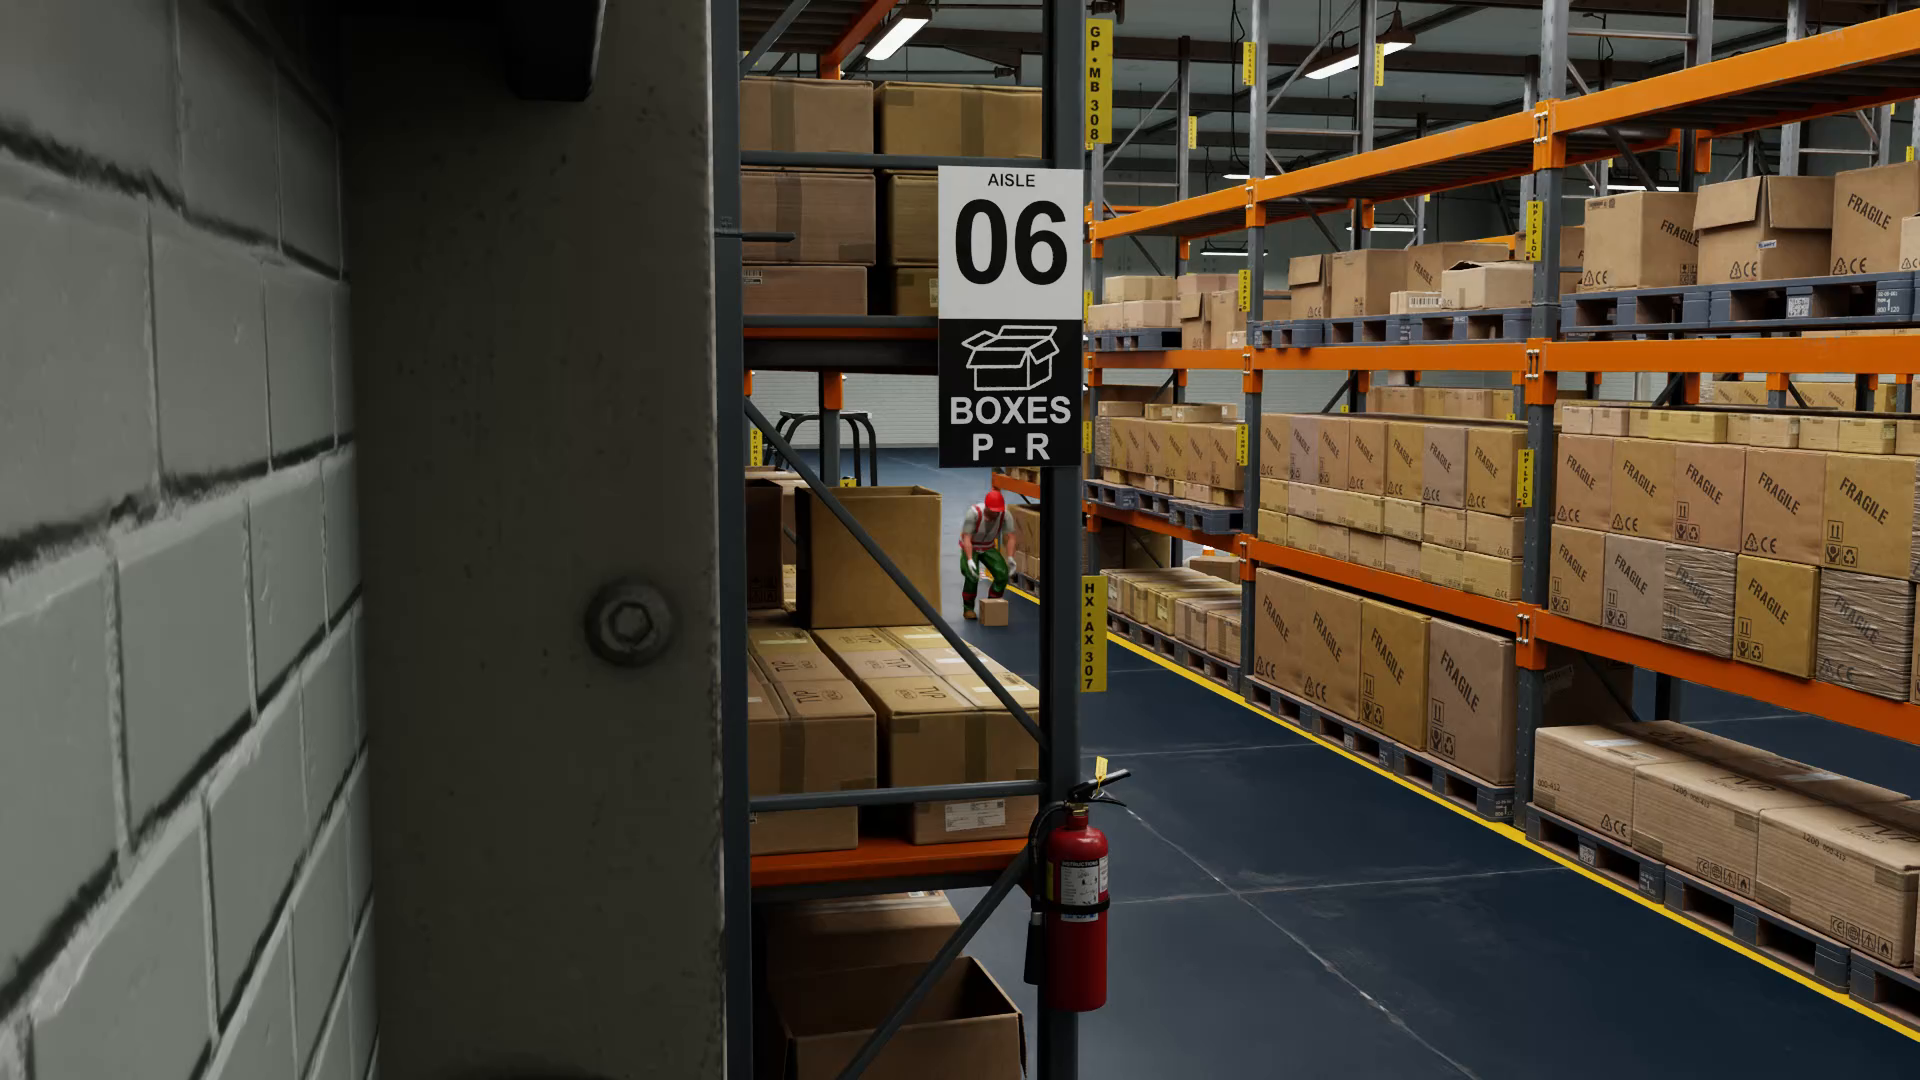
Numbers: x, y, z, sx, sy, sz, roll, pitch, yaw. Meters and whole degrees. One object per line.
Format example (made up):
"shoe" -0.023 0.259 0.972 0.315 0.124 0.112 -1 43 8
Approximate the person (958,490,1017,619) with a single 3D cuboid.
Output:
"person" 0.288 0.145 17.576 0.584 1.381 0.782 -2 6 -15
